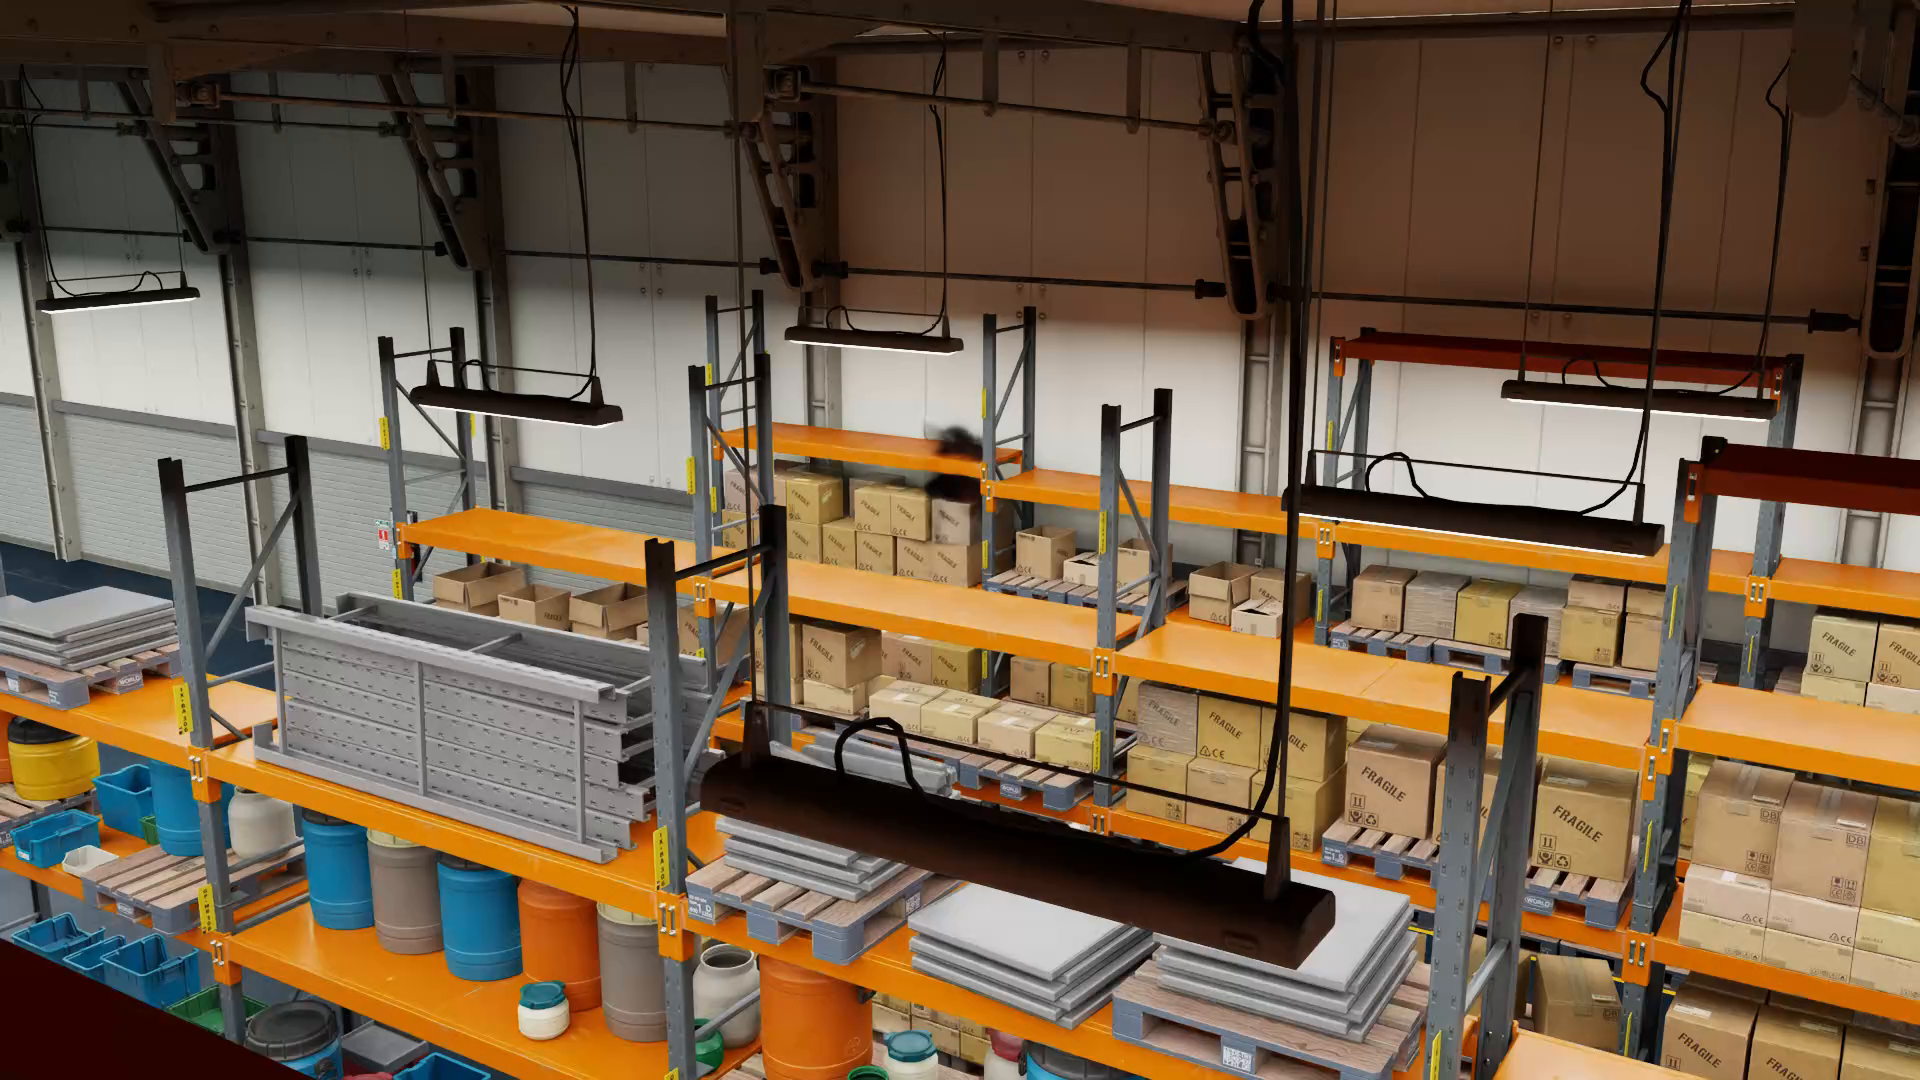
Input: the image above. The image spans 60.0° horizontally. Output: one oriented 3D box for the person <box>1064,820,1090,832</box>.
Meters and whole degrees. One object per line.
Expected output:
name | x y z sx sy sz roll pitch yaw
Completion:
person | 1.156 3.171 15.926 0.805 1.658 0.641 8 16 31
